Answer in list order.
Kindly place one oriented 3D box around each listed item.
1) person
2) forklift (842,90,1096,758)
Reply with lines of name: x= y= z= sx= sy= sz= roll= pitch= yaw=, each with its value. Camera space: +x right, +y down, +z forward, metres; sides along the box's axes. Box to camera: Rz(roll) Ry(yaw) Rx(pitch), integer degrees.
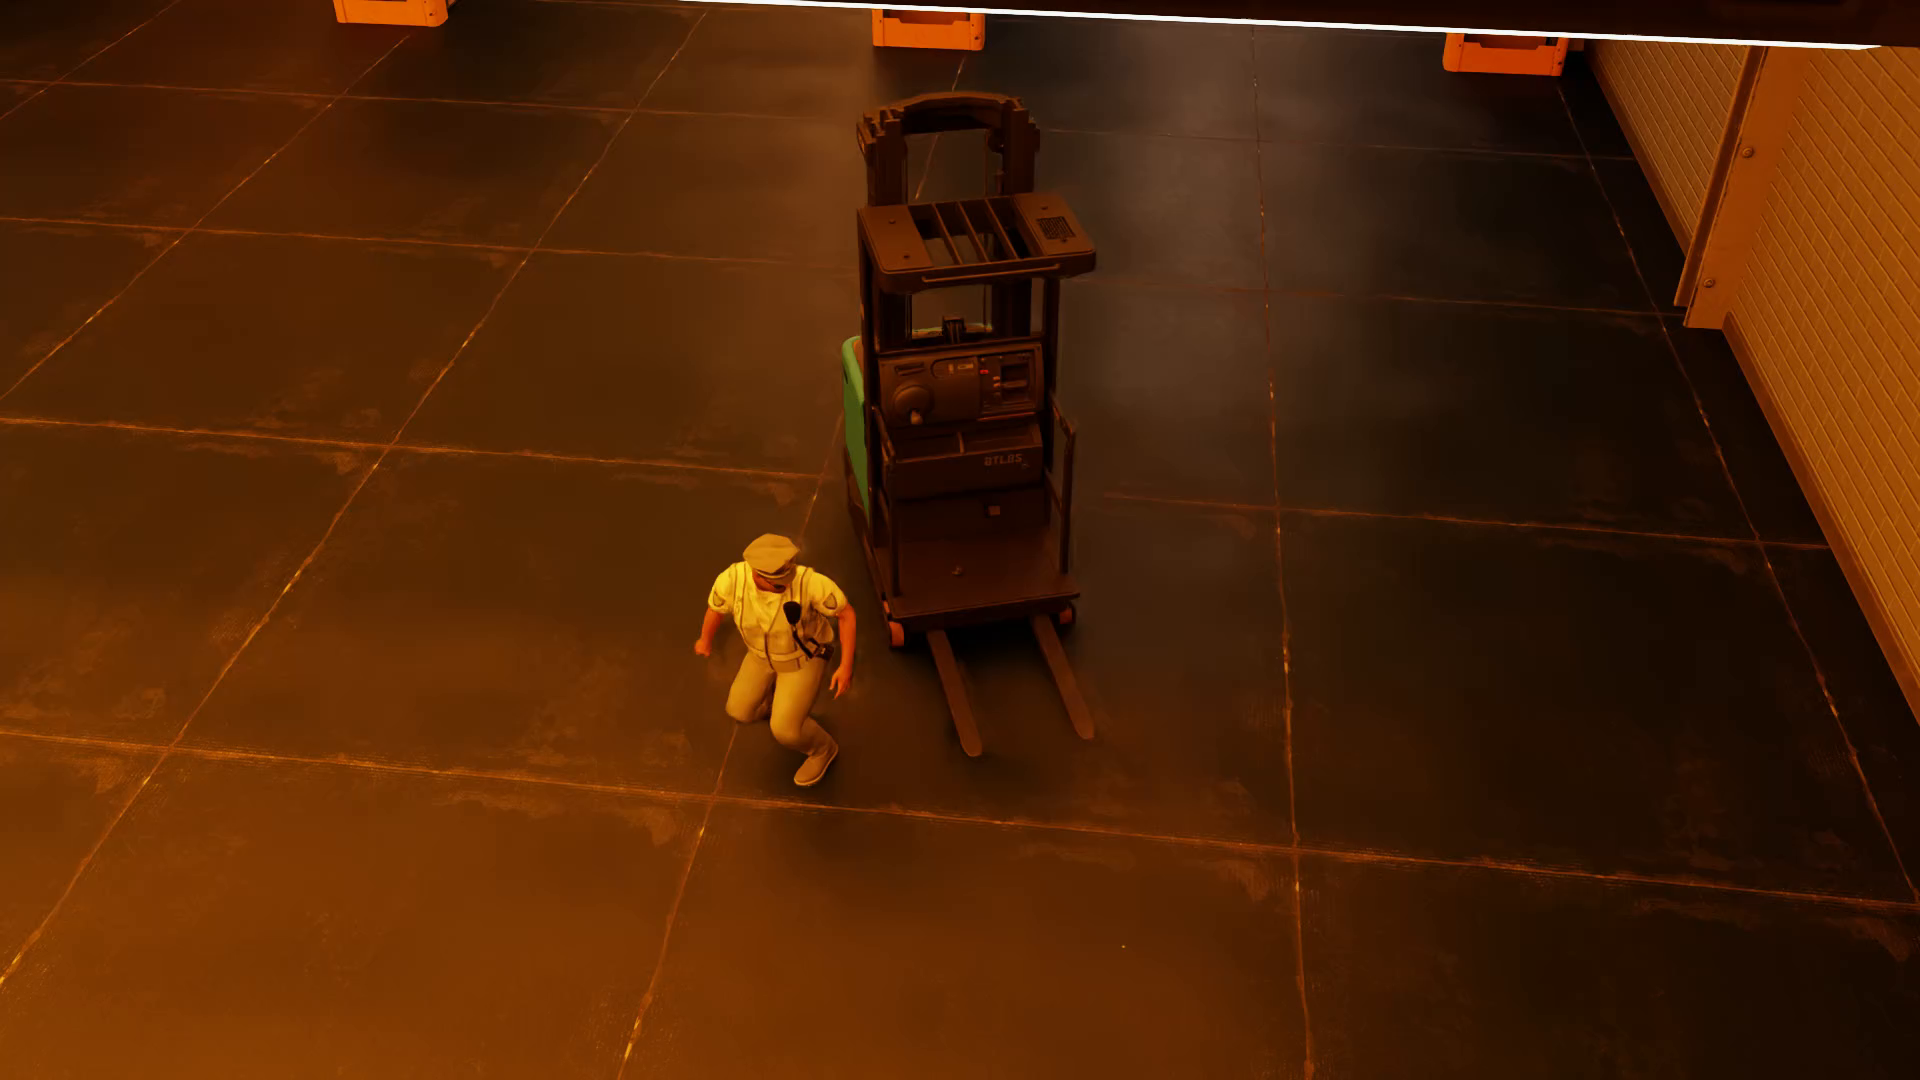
person: x=-0.929 y=0.543 z=8.498 sx=0.921 sy=1.578 sz=0.609 roll=14 pitch=39 yaw=19
forklift: x=0.059 y=-0.797 z=9.111 sx=1.130 sy=2.935 sz=3.031 roll=-7 pitch=37 yaw=-10
